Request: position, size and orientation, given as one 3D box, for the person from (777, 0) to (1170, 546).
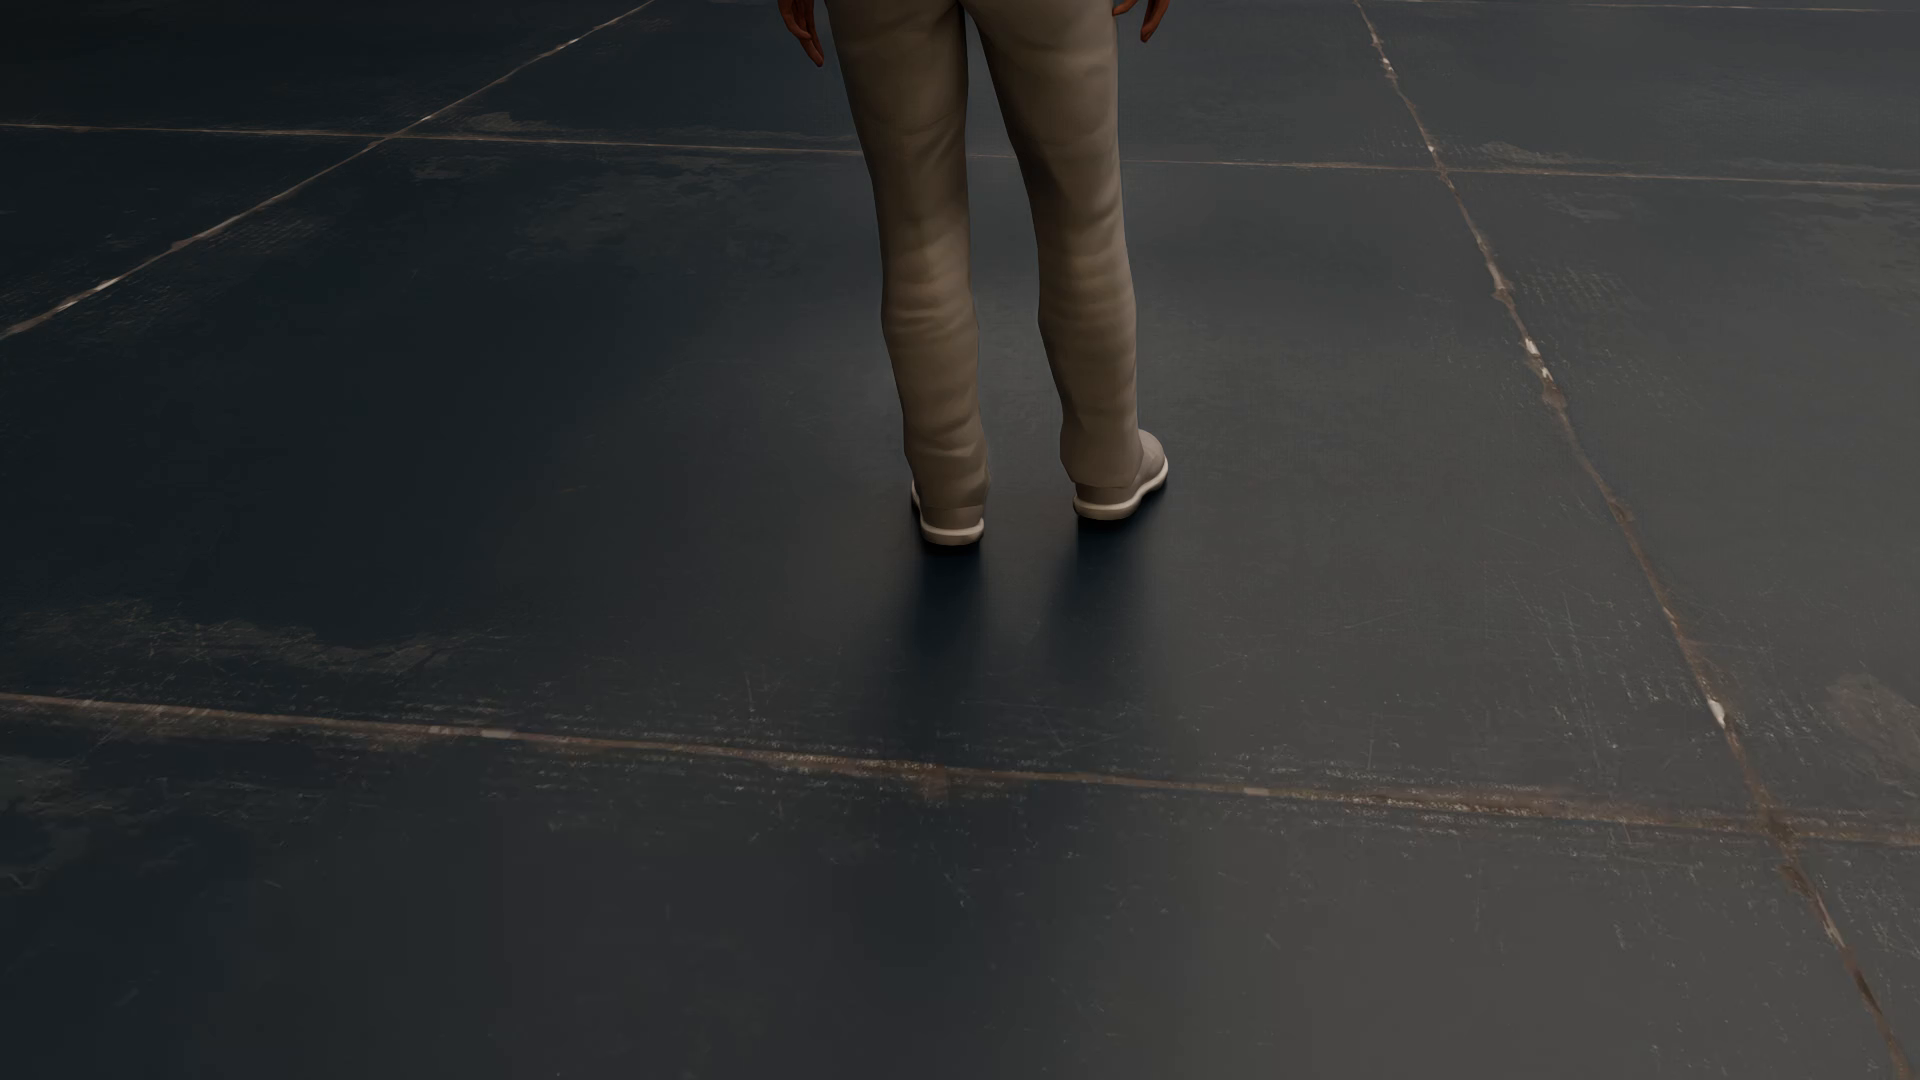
[{"bbox_3d":[0.030,-0.796,2.182,0.569,1.694,0.530,3,27,7],"label":"person"}]
